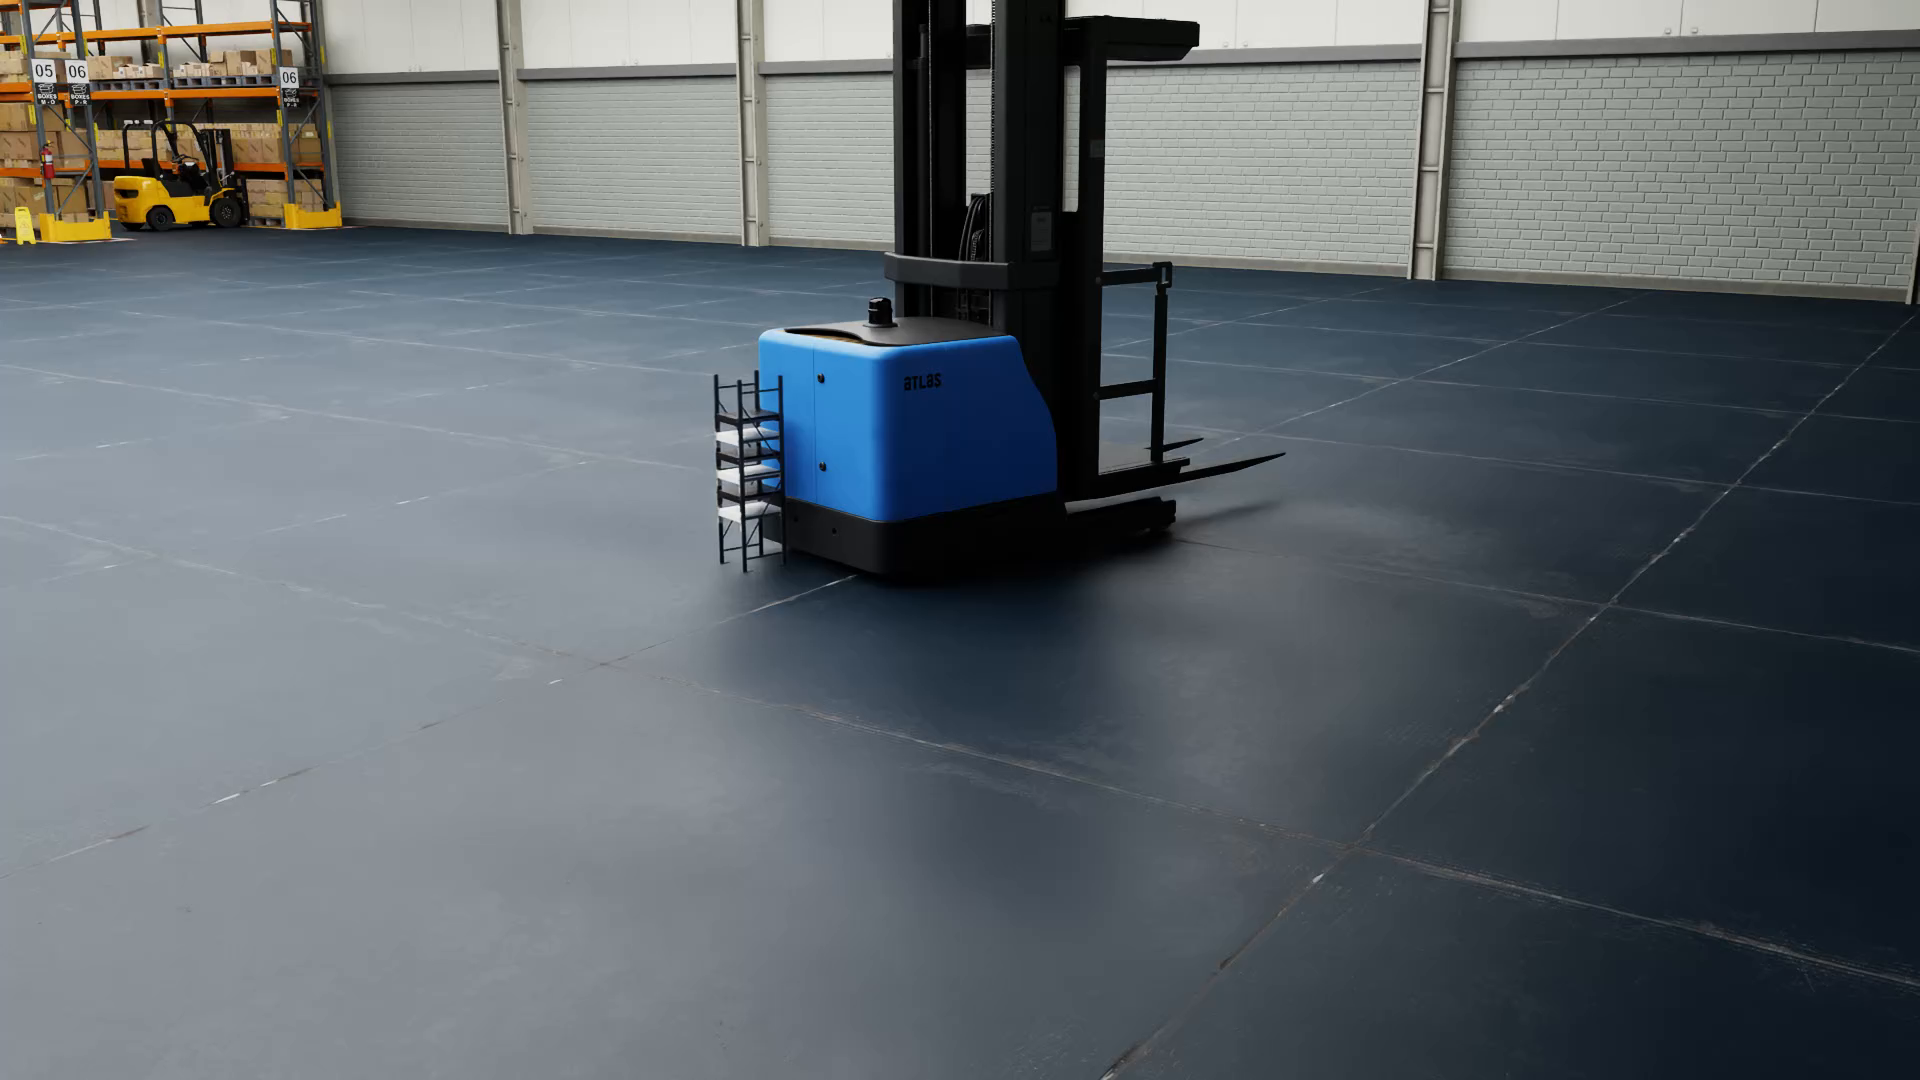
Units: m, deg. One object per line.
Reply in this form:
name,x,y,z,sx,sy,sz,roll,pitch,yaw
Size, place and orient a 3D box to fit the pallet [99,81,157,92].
pallet,-18.571,-10.193,37.409,1.213,0.211,1.003,10,17,35

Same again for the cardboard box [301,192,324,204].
cardboard box,-13.749,-7.195,34.954,0.500,0.250,0.500,10,17,34

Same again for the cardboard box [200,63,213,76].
cardboard box,-15.732,-9.899,35.024,0.258,0.266,0.396,9,16,31

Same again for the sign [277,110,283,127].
sign,-13.790,-8.549,33.715,0.005,0.325,0.100,9,17,33

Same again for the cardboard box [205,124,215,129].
cardboard box,-15.825,-8.787,35.401,0.250,0.149,0.380,9,16,32

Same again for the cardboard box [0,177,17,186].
cardboard box,-17.819,-6.698,31.076,0.250,0.149,0.380,10,17,35

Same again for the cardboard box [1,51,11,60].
cardboard box,-17.102,-8.769,30.125,0.250,0.149,0.380,9,16,32

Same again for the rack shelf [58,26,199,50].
rack shelf,-18.454,-11.152,36.976,4.000,0.370,1.077,9,17,33

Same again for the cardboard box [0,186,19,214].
cardboard box,-17.488,-6.346,31.006,0.500,0.500,0.500,10,17,35

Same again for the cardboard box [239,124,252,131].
cardboard box,-14.787,-8.610,34.686,0.250,0.149,0.380,10,17,34

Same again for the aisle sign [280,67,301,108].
aisle sign,-13.585,-9.173,33.728,0.004,0.787,0.394,9,17,33

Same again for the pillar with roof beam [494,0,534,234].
pillar with roof beam,-10.974,-9.501,27.976,0.400,9.000,9.100,9,17,33

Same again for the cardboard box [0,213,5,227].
cardboard box,-17.926,-6.053,31.379,0.500,0.250,0.500,8,16,31

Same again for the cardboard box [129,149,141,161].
cardboard box,-18.174,-8.597,37.121,0.500,0.250,0.500,9,17,33

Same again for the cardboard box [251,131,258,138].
cardboard box,-14.528,-8.444,34.632,0.250,0.149,0.380,9,17,32

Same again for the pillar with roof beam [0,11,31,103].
pillar with roof beam,-25.910,-11.915,37.728,0.400,9.000,9.100,9,17,33

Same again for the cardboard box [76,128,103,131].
cardboard box,-20.453,-9.404,38.988,0.500,0.500,0.500,10,17,35

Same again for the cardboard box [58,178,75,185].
cardboard box,-20.908,-8.403,39.004,0.250,0.149,0.380,8,16,30

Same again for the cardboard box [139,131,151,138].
cardboard box,-17.892,-8.963,36.731,0.250,0.149,0.380,9,16,31

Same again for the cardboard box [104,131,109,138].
cardboard box,-19.114,-9.188,37.641,0.250,0.149,0.380,9,17,33

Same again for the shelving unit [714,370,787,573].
shelving unit,-0.975,-0.321,7.746,0.258,0.900,0.210,-11,18,-38

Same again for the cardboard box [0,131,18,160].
cardboard box,-17.259,-7.267,30.611,0.500,0.500,0.500,9,17,33

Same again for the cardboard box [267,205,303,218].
cardboard box,-14.041,-6.848,34.592,0.500,0.250,0.500,9,17,33

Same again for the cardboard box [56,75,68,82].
cardboard box,-16.336,-8.432,30.423,0.250,0.149,0.380,9,17,33

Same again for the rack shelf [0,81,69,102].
rack shelf,-17.902,-8.364,31.121,4.000,0.370,1.077,9,17,33

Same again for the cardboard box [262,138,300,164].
cardboard box,-14.030,-8.041,34.355,0.500,0.500,0.500,9,16,32

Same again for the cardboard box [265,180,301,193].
cardboard box,-14.031,-7.333,34.470,0.500,0.250,0.500,10,17,35

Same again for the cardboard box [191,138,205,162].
cardboard box,-16.130,-8.386,35.748,0.500,0.500,0.500,10,17,34

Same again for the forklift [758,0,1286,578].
forklift,0.475,-1.521,8.369,3.031,2.935,1.130,-12,18,-39

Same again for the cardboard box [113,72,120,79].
cardboard box,-18.516,-10.292,36.855,0.250,0.149,0.380,9,16,32

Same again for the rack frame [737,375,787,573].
rack frame,-0.911,-0.302,7.669,0.240,0.900,0.006,-11,18,-38

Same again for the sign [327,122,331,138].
sign,-13.161,-8.547,34.642,0.005,0.325,0.100,9,17,33

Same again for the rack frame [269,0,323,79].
rack frame,-13.475,-10.891,33.591,0.127,3.000,1.000,9,17,33

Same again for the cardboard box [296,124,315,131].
cardboard box,-13.635,-8.574,34.540,0.250,0.149,0.380,9,16,32

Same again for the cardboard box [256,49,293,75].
cardboard box,-13.979,-9.746,33.921,0.500,0.500,0.500,10,17,35

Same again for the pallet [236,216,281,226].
pallet,-15.141,-6.883,35.689,1.213,0.211,1.003,9,17,33

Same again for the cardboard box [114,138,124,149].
cardboard box,-18.605,-8.909,37.340,0.500,0.250,0.500,9,17,34

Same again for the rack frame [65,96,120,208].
rack frame,-20.113,-9.052,38.646,0.127,3.000,1.000,9,17,33

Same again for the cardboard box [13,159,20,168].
cardboard box,-17.145,-6.925,30.576,0.250,0.149,0.380,9,16,32

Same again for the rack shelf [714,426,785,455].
rack shelf,-0.975,-0.463,7.710,0.258,0.077,0.200,-11,18,-38

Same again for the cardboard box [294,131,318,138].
cardboard box,-13.612,-8.439,34.615,0.250,0.149,0.380,9,16,31

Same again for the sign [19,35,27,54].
sign,-16.569,-8.766,29.409,0.005,0.325,0.100,9,17,33
